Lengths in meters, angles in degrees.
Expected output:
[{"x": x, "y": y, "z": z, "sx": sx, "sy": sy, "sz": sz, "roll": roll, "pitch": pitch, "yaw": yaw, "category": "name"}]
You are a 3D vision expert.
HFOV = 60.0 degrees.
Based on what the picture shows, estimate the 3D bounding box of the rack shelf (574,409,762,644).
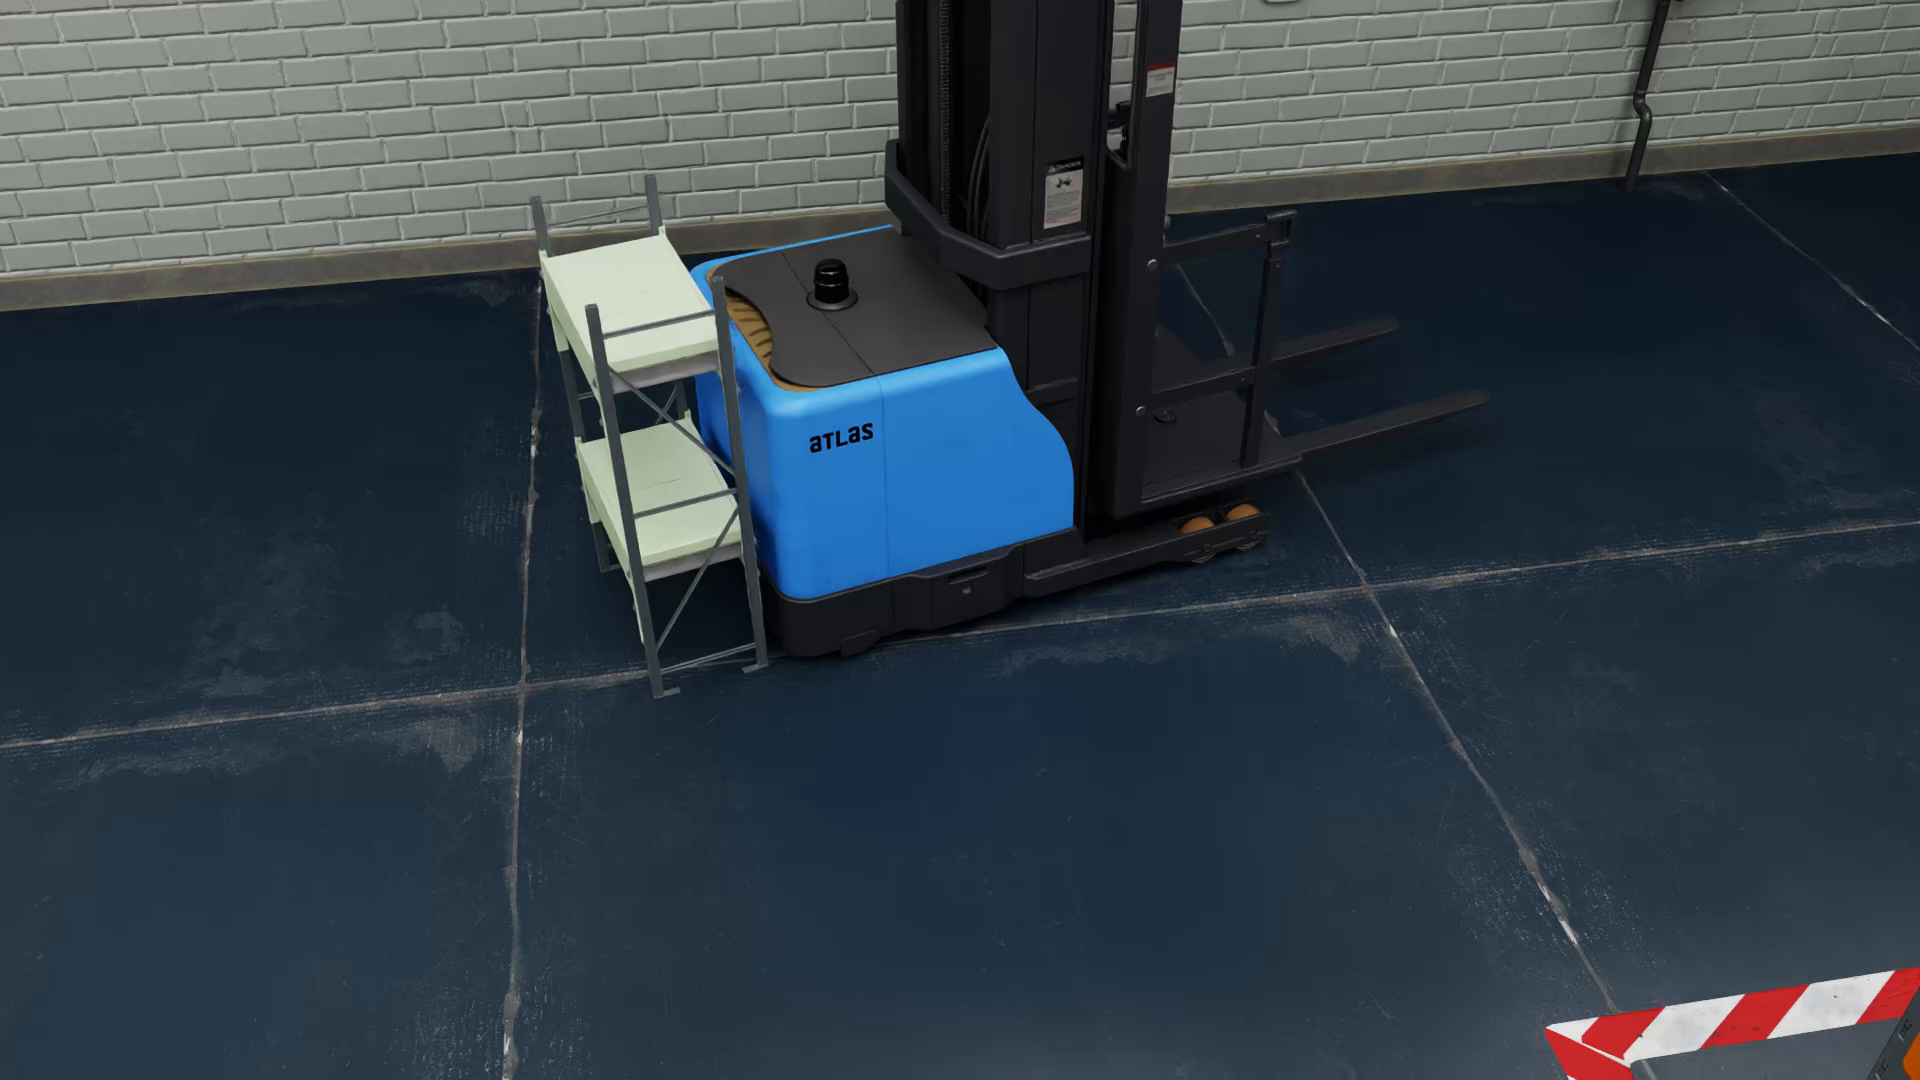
[{"x": -0.993, "y": -0.061, "z": 5.632, "sx": 0.431, "sy": 0.370, "sz": 0.720, "roll": -16, "pitch": 40, "yaw": -18, "category": "rack shelf"}]

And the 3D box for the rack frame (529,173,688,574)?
[{"x": -1.144, "y": -0.523, "z": 5.695, "sx": 0.400, "sy": 1.500, "sz": 0.023, "roll": -16, "pitch": 40, "yaw": -18, "category": "rack frame"}]

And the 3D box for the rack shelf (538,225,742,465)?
[{"x": -1.004, "y": -0.624, "z": 5.189, "sx": 0.431, "sy": 0.370, "sz": 0.720, "roll": -16, "pitch": 40, "yaw": -18, "category": "rack shelf"}]

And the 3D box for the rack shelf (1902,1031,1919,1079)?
[{"x": 2.742, "y": 2.060, "z": 1.740, "sx": 1.077, "sy": 0.370, "sz": 4.000, "roll": -6, "pitch": 38, "yaw": -8, "category": "rack shelf"}]

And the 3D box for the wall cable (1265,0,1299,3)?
[{"x": 1.380, "y": -3.249, "z": 7.133, "sx": 0.585, "sy": 1.953, "sz": 0.123, "roll": -6, "pitch": 38, "yaw": -8, "category": "wall cable"}]

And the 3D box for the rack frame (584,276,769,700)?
[{"x": -0.852, "y": -0.112, "z": 5.165, "sx": 0.400, "sy": 1.500, "sz": 0.023, "roll": -16, "pitch": 40, "yaw": -18, "category": "rack frame"}]

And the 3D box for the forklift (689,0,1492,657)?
[{"x": 0.599, "y": -1.356, "z": 5.606, "sx": 3.031, "sy": 2.935, "sz": 1.130, "roll": -15, "pitch": 40, "yaw": -19, "category": "forklift"}]

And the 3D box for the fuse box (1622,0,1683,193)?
[{"x": 3.474, "y": -2.464, "z": 8.027, "sx": 0.539, "sy": 1.711, "sz": 0.414, "roll": -6, "pitch": 38, "yaw": -8, "category": "fuse box"}]

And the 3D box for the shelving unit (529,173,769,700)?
[{"x": -0.998, "y": -0.318, "z": 5.430, "sx": 0.431, "sy": 1.500, "sz": 0.755, "roll": -16, "pitch": 40, "yaw": -18, "category": "shelving unit"}]
